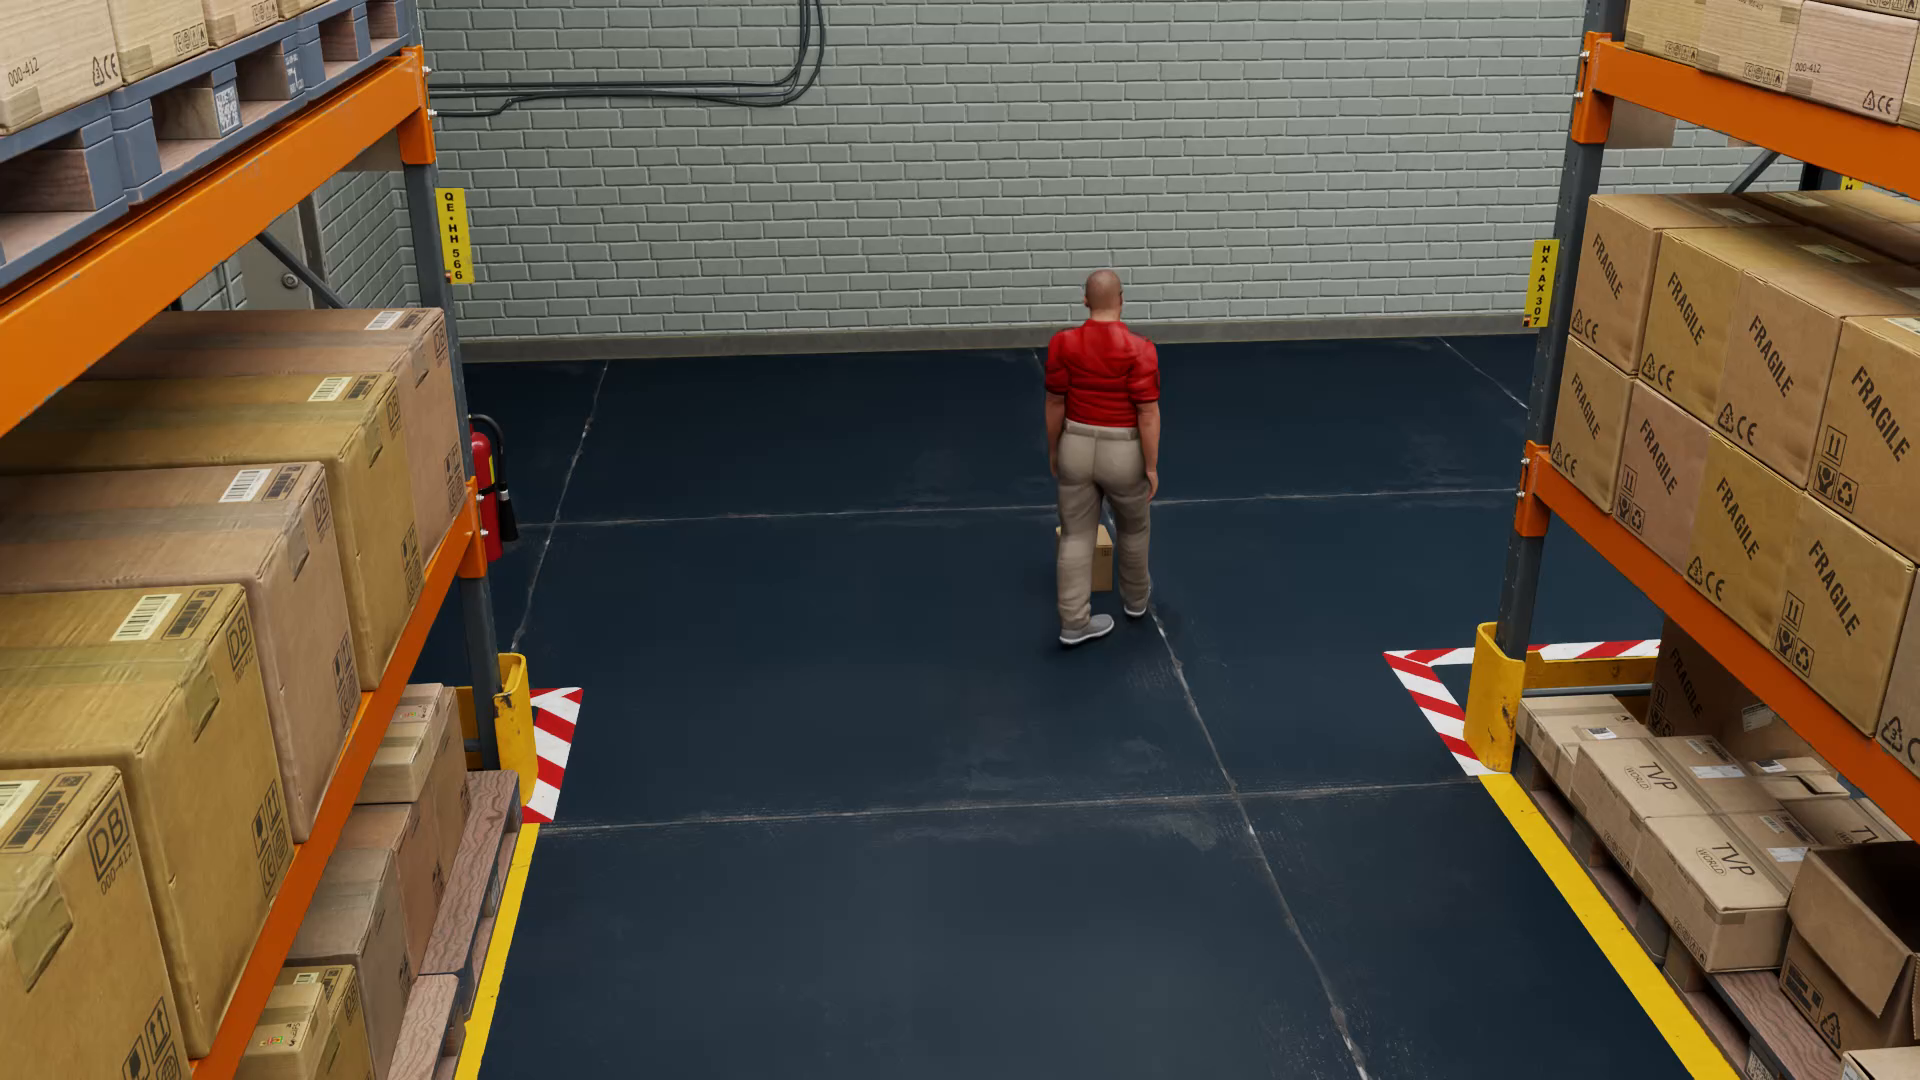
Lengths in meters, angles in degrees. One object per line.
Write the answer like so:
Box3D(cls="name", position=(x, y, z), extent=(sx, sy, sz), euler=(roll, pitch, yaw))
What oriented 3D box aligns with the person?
Box3D(cls="person", position=(0.680, -0.413, 7.555), extent=(0.540, 1.715, 0.703), euler=(8, 25, 18))
